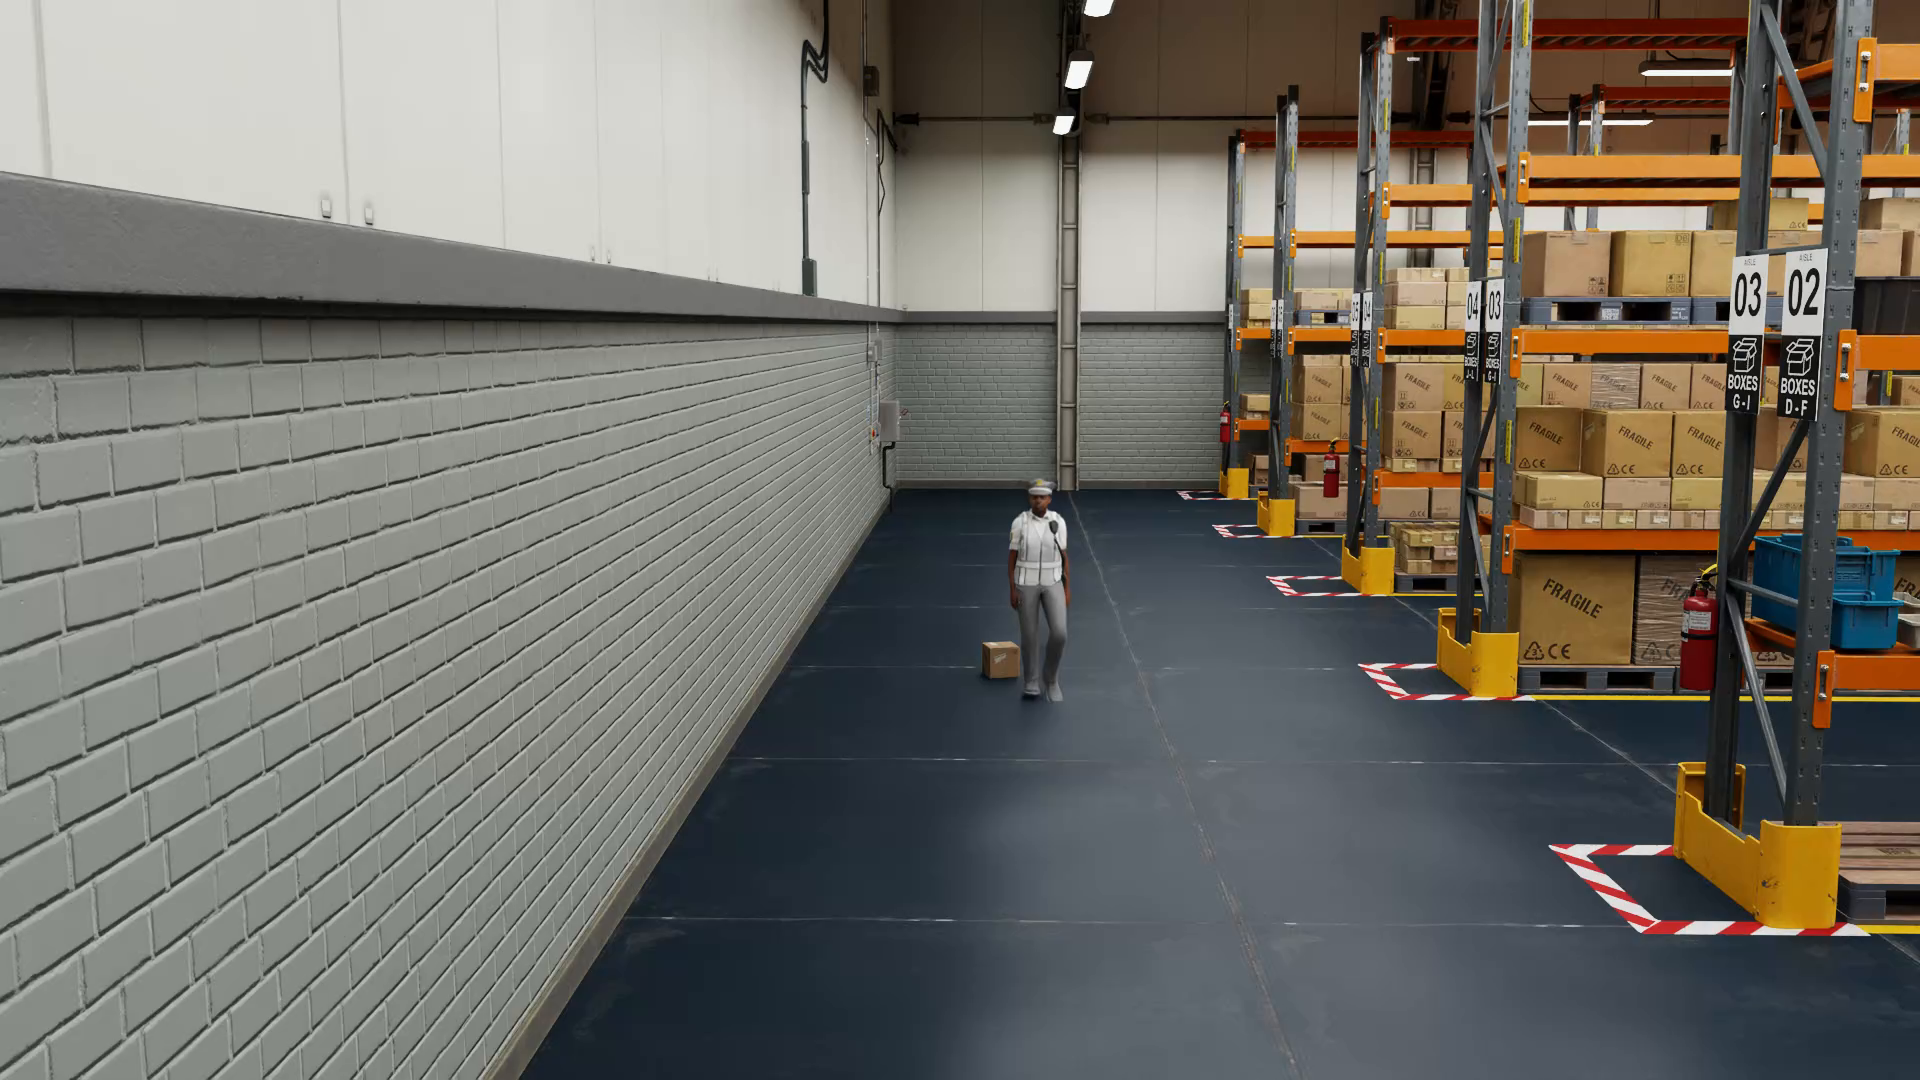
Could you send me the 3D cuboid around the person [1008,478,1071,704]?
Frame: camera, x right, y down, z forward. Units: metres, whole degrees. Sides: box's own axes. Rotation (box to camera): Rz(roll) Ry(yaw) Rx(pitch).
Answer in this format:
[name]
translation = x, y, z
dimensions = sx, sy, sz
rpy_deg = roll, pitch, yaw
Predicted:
[person]
translation = 0.607, 0.390, 12.665
dimensions = 0.484, 1.741, 0.489
rpy_deg = 0, 7, 0
